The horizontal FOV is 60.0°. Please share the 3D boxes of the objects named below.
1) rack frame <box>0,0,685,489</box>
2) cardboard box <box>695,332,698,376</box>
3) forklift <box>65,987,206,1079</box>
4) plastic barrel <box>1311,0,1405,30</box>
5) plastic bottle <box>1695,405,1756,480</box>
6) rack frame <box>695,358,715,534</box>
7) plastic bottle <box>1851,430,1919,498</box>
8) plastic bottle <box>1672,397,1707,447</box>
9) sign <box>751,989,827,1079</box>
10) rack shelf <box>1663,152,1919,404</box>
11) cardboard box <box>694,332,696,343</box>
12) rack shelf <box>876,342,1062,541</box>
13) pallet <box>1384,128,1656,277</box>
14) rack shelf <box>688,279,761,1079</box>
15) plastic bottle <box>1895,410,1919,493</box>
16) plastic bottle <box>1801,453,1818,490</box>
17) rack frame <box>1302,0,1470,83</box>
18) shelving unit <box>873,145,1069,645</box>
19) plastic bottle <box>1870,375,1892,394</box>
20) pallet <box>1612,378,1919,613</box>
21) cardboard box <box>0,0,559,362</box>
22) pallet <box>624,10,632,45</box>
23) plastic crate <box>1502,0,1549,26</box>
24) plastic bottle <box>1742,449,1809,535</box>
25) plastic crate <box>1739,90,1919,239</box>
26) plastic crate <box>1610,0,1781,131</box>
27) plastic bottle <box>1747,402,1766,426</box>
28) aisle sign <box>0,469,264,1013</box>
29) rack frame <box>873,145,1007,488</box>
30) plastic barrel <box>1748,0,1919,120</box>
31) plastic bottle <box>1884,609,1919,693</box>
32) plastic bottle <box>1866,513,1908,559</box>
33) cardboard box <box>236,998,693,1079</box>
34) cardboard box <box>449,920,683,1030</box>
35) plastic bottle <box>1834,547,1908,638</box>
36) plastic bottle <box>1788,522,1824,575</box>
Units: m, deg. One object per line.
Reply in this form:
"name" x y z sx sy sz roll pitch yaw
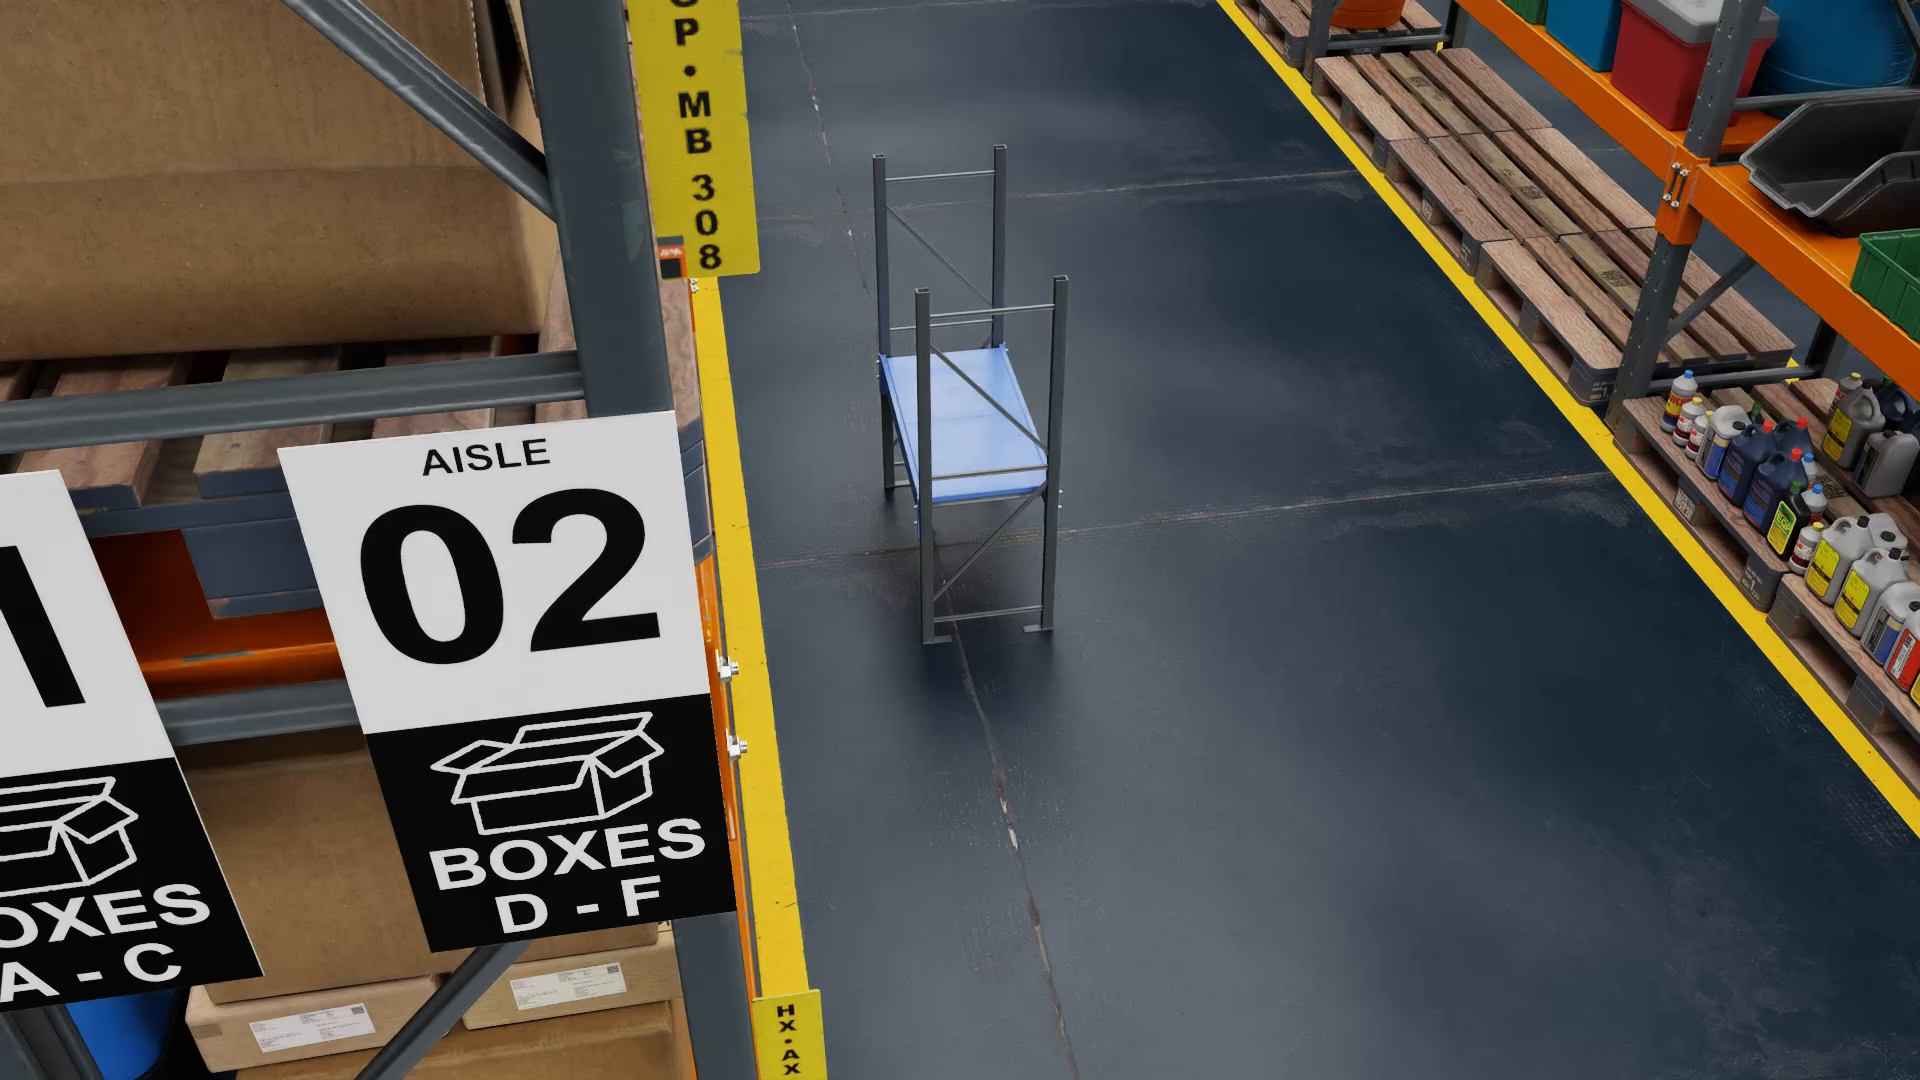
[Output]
"rack frame" -0.801 -1.150 0.895 1.000 3.000 0.127 -6 38 -8
"cardboard box" -1.417 -0.856 7.306 0.500 0.250 0.500 -5 38 -7
"forklift" -2.910 -0.329 4.784 1.130 2.935 3.031 -7 38 -8
"plastic barrel" 2.571 -3.746 10.553 0.600 0.830 0.708 -6 38 -8
"plastic bottle" 3.083 -0.393 6.673 0.152 0.276 0.135 -5 38 -6
"rack frame" -1.502 -1.197 5.845 1.000 3.000 0.127 -6 38 -8
"plastic bottle" 3.664 -0.320 6.579 0.152 0.276 0.135 -6 38 -8
"plastic bottle" 3.017 -0.495 6.864 0.097 0.201 0.097 0 38 0
"sign" -0.254 0.790 2.518 0.100 0.325 0.005 -6 38 -8
"rack shelf" 3.726 -0.235 5.194 1.077 0.370 4.000 -6 38 -8
"cardboard box" -1.412 -1.078 7.134 0.500 0.311 0.500 -7 38 -8
"rack shelf" 0.015 -0.399 6.334 0.538 0.185 1.000 -6 38 -8
"pallet" 2.982 -1.835 8.939 1.003 0.211 1.213 -6 38 -8
"rack shelf" -1.152 0.295 4.511 1.077 0.370 4.000 -6 38 -8
"plastic bottle" 3.805 -0.381 6.596 0.144 0.351 0.185 -8 39 -10
"plastic bottle" 3.252 -0.217 6.449 0.097 0.271 0.097 0 38 0
"rack frame" 2.674 -4.143 9.638 1.000 3.000 0.127 -6 38 -8
"shelving unit" 0.015 -0.541 6.224 0.538 1.500 1.048 -6 38 -8
"plastic bottle" 3.784 -0.573 6.898 0.061 0.283 0.133 -4 38 -6
"pallet" 3.452 -0.216 6.856 1.003 0.211 1.213 -6 38 -8
"cardboard box" -0.898 -0.575 2.059 0.797 0.503 0.637 -4 38 -5
"pallet" -1.117 -1.099 3.346 1.003 0.211 1.213 -6 38 -8
"plastic crate" 2.792 -2.665 7.908 0.450 0.188 0.662 -6 38 -8
"plastic bottle" 3.141 -0.209 6.374 0.144 0.351 0.185 -8 39 -10
"plastic crate" 3.341 -1.373 6.123 0.767 0.338 0.504 -6 38 -8
"plastic crate" 2.989 -2.012 6.843 0.402 0.464 0.583 -6 38 -8
"plastic bottle" 3.188 -0.408 6.686 0.061 0.283 0.133 -6 38 -8
"aisle sign" -1.079 0.264 1.846 0.394 0.787 0.004 -6 38 -8
"rack frame" -0.074 -0.848 6.619 0.500 1.500 0.032 -6 38 -8
"plastic barrel" 3.605 -2.191 6.717 0.600 0.901 0.708 -6 38 -8
"plastic bottle" 3.305 0.373 5.686 0.152 0.276 0.135 -6 38 -8
"plastic bottle" 3.357 0.046 6.107 0.152 0.276 0.135 -6 38 -8
"cardboard box" -0.870 0.896 3.070 0.700 0.500 0.500 -6 38 -8
"cardboard box" -0.658 0.663 2.841 0.380 0.149 0.250 -6 38 -8
"plastic bottle" 3.248 0.160 5.899 0.144 0.351 0.185 -5 38 -6
"plastic bottle" 3.168 0.024 6.197 0.097 0.201 0.097 0 38 0
